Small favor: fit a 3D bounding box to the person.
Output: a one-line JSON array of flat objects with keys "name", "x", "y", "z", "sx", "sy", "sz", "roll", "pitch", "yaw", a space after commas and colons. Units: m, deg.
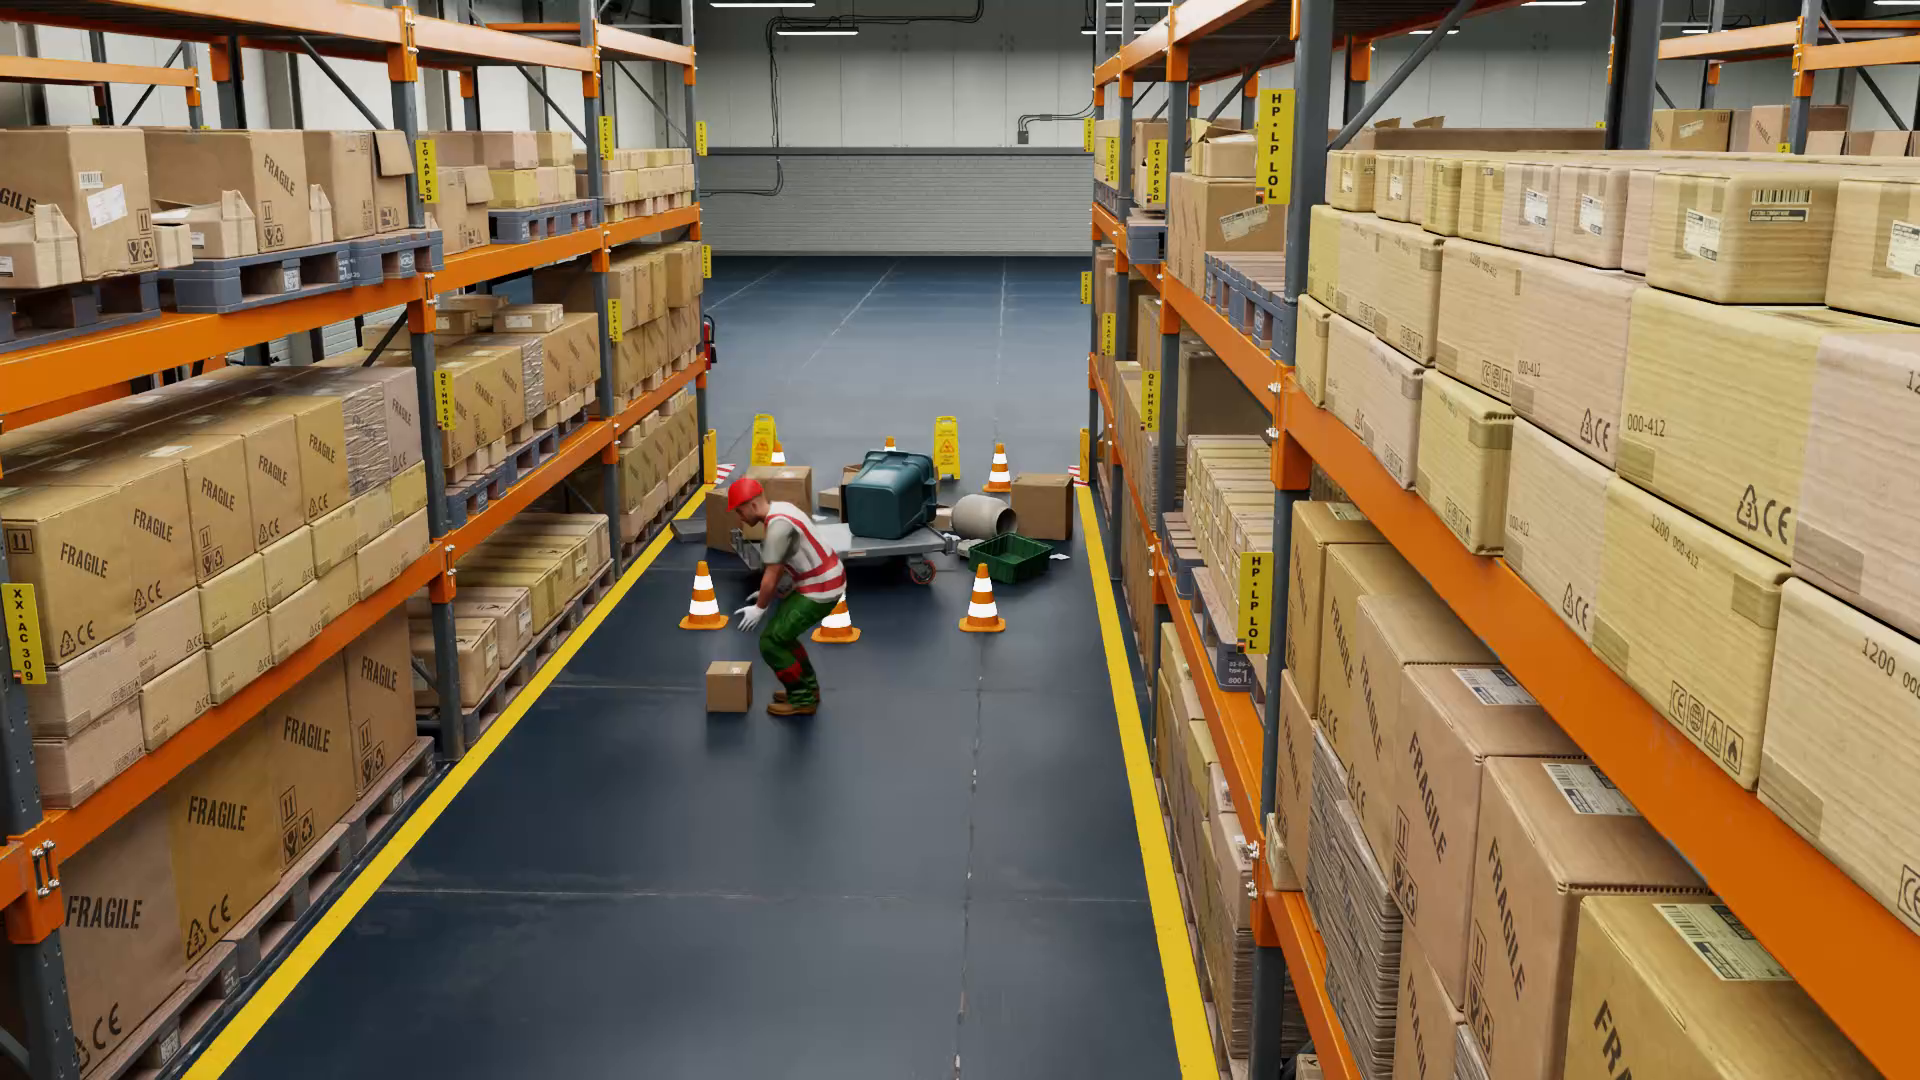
[{"name": "person", "x": -1.064, "y": 0.341, "z": 10.221, "sx": 0.731, "sy": 1.471, "sz": 0.580, "roll": 0, "pitch": 14, "yaw": 2}]
